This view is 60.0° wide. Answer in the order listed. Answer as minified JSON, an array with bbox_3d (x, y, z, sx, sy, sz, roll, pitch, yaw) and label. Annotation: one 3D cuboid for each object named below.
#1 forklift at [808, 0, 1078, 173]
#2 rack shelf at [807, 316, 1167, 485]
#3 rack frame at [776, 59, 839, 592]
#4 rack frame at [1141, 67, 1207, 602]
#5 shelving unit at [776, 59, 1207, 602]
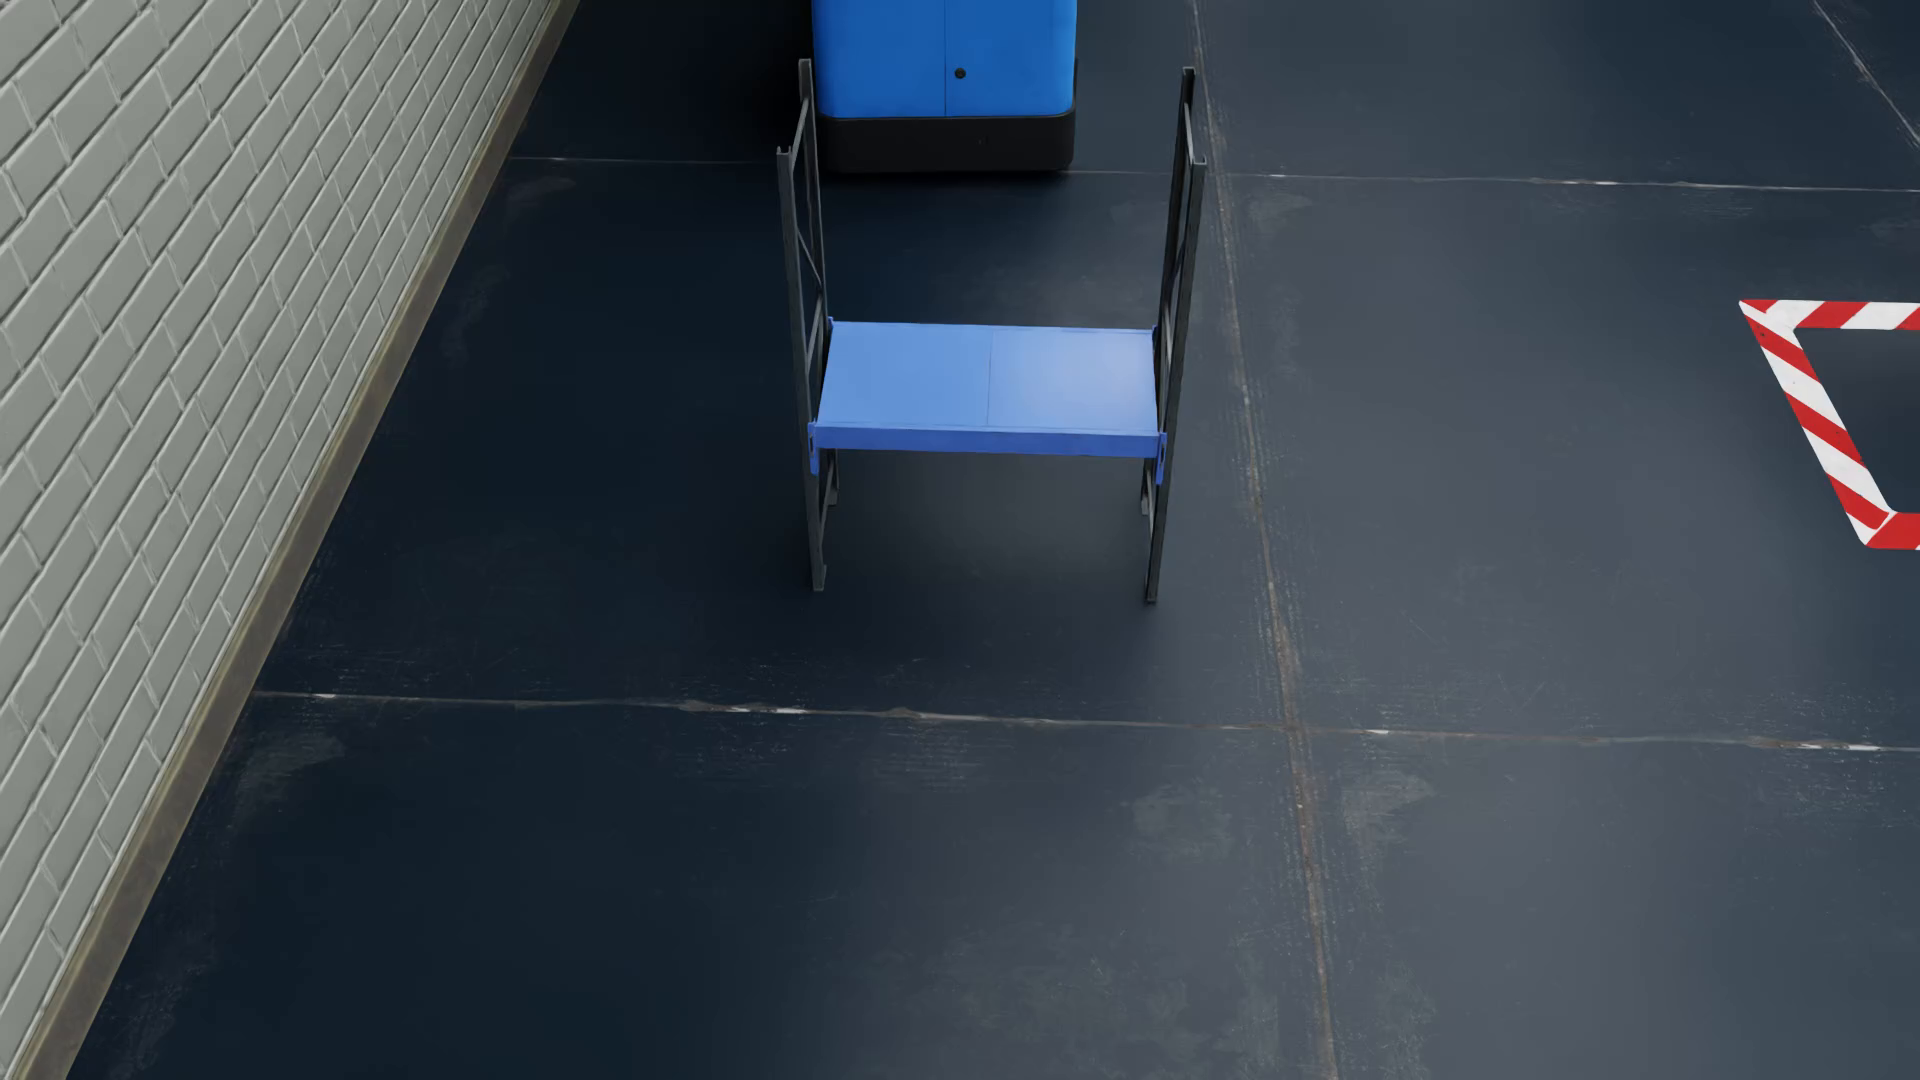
[{"bbox_3d":[-0.097,-3.546,6.906,1.130,2.935,3.031,-1,43,-1],"label":"forklift"},{"bbox_3d":[0.085,-0.415,4.859,1.000,0.185,0.538,2,43,2],"label":"rack shelf"},{"bbox_3d":[-0.423,-0.562,4.753,0.032,1.500,0.500,2,43,2],"label":"rack frame"},{"bbox_3d":[0.593,-0.531,4.719,0.032,1.500,0.500,2,43,2],"label":"rack frame"},{"bbox_3d":[0.085,-0.546,4.736,1.048,1.500,0.538,2,43,2],"label":"shelving unit"}]
